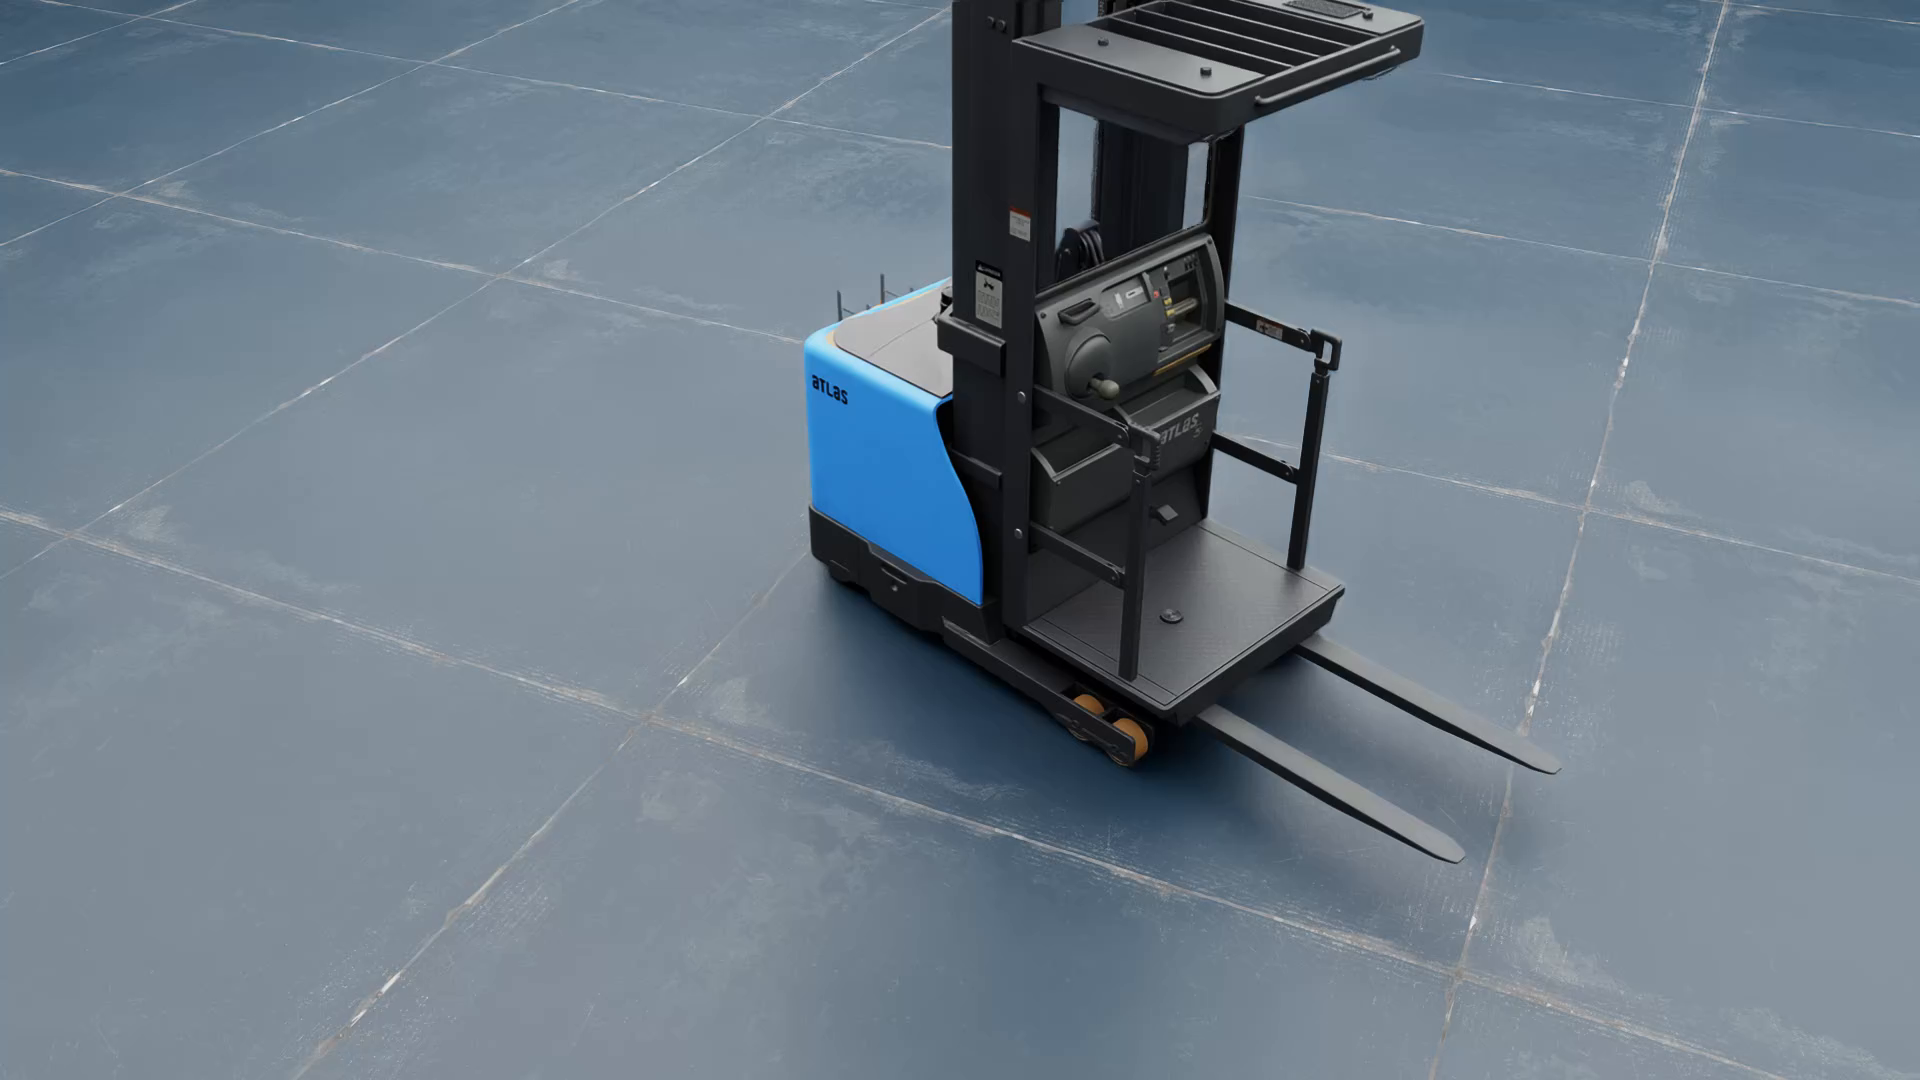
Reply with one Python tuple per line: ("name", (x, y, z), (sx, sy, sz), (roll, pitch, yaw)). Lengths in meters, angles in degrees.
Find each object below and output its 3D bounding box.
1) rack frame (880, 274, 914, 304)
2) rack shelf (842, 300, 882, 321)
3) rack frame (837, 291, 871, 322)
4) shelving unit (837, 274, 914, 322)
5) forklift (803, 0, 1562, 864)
("rack frame", (-0.267, -0.653, 7.289), (0.200, 1.050, 0.008), (29, 43, 36))
("rack shelf", (-0.353, -0.834, 7.067), (0.215, 0.259, 0.240), (29, 43, 36))
("rack frame", (-0.439, -0.558, 7.144), (0.200, 1.050, 0.008), (29, 43, 36))
("shelving unit", (-0.353, -0.606, 7.216), (0.215, 1.050, 0.252), (29, 43, 36))
("forklift", (0.758, -0.734, 5.696), (1.130, 2.935, 3.031), (-28, 43, -36))
